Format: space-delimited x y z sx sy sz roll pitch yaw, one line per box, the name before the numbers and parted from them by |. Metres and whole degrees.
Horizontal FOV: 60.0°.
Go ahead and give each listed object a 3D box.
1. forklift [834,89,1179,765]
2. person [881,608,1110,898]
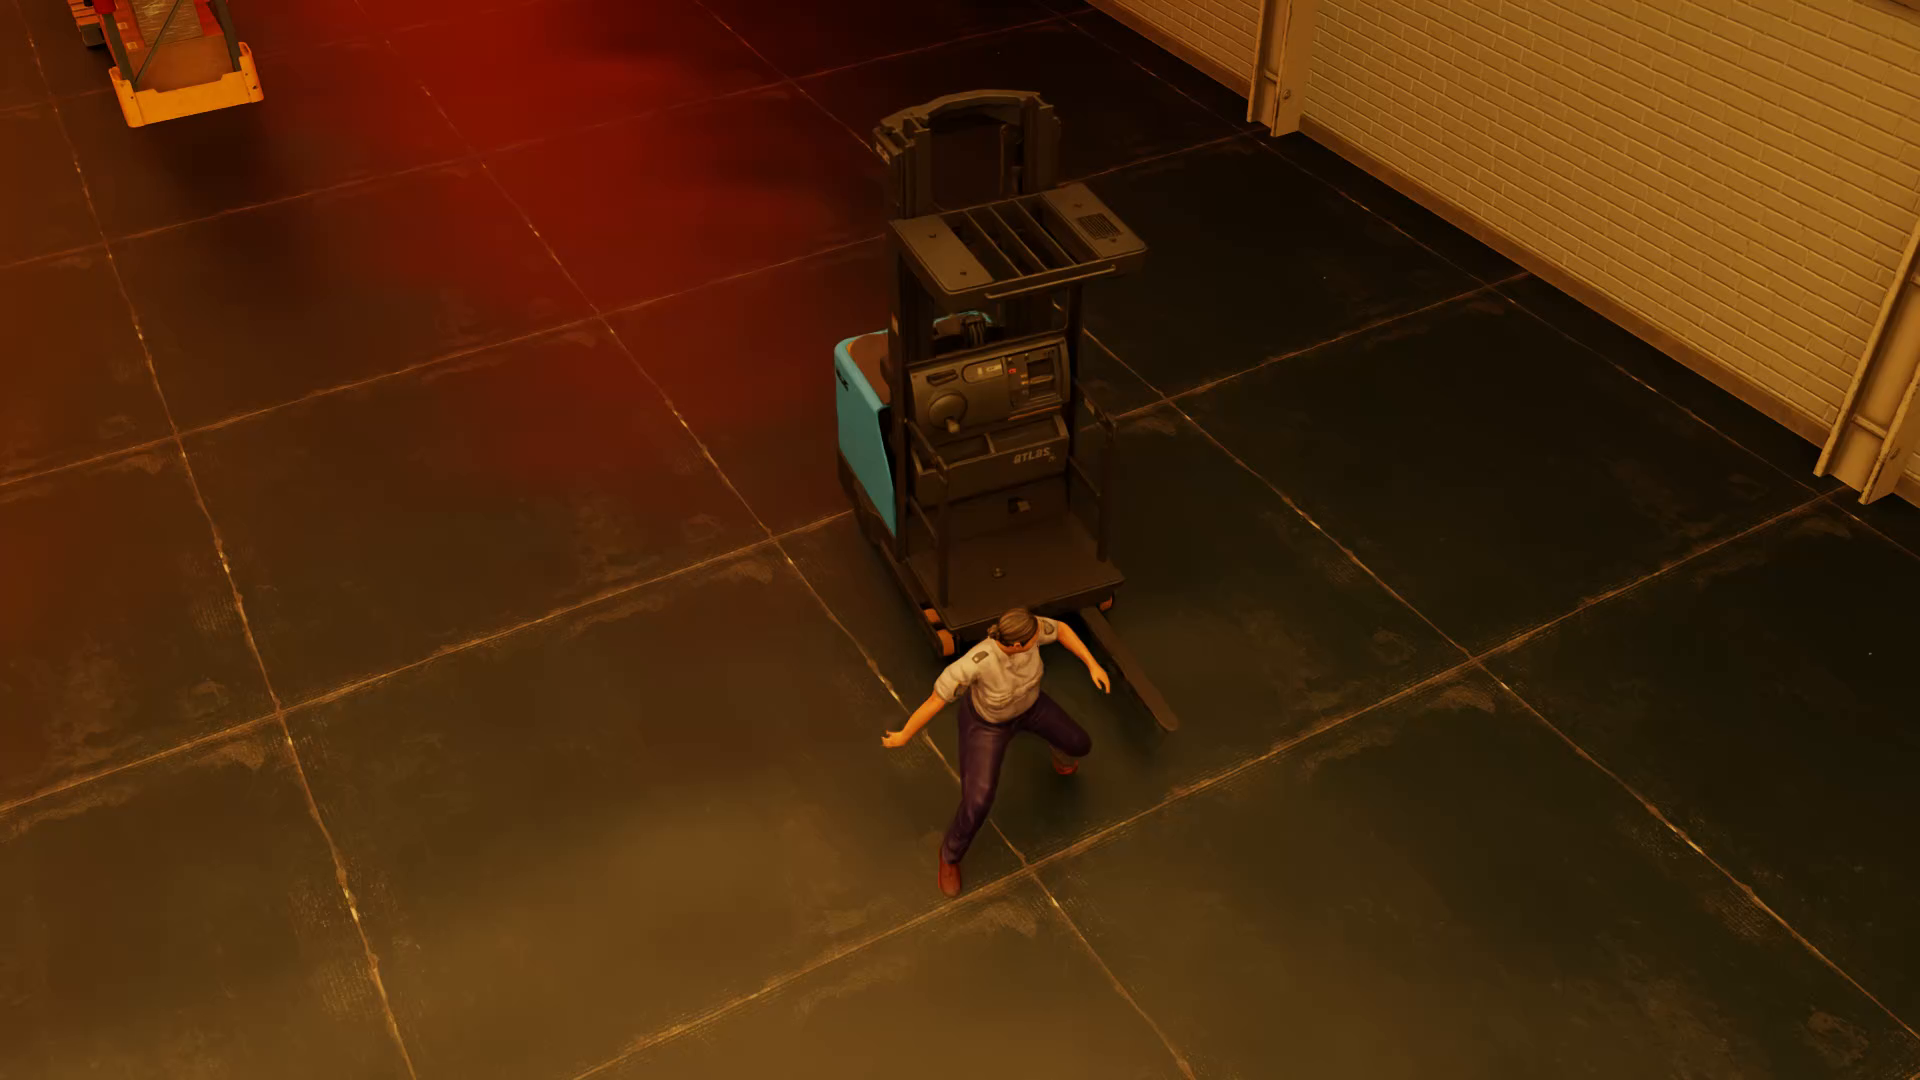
forklift | 0.258 -0.769 8.963 1.130 2.935 3.031 -15 42 -18
person | 0.197 0.900 8.073 1.125 1.561 0.530 -22 44 -24
